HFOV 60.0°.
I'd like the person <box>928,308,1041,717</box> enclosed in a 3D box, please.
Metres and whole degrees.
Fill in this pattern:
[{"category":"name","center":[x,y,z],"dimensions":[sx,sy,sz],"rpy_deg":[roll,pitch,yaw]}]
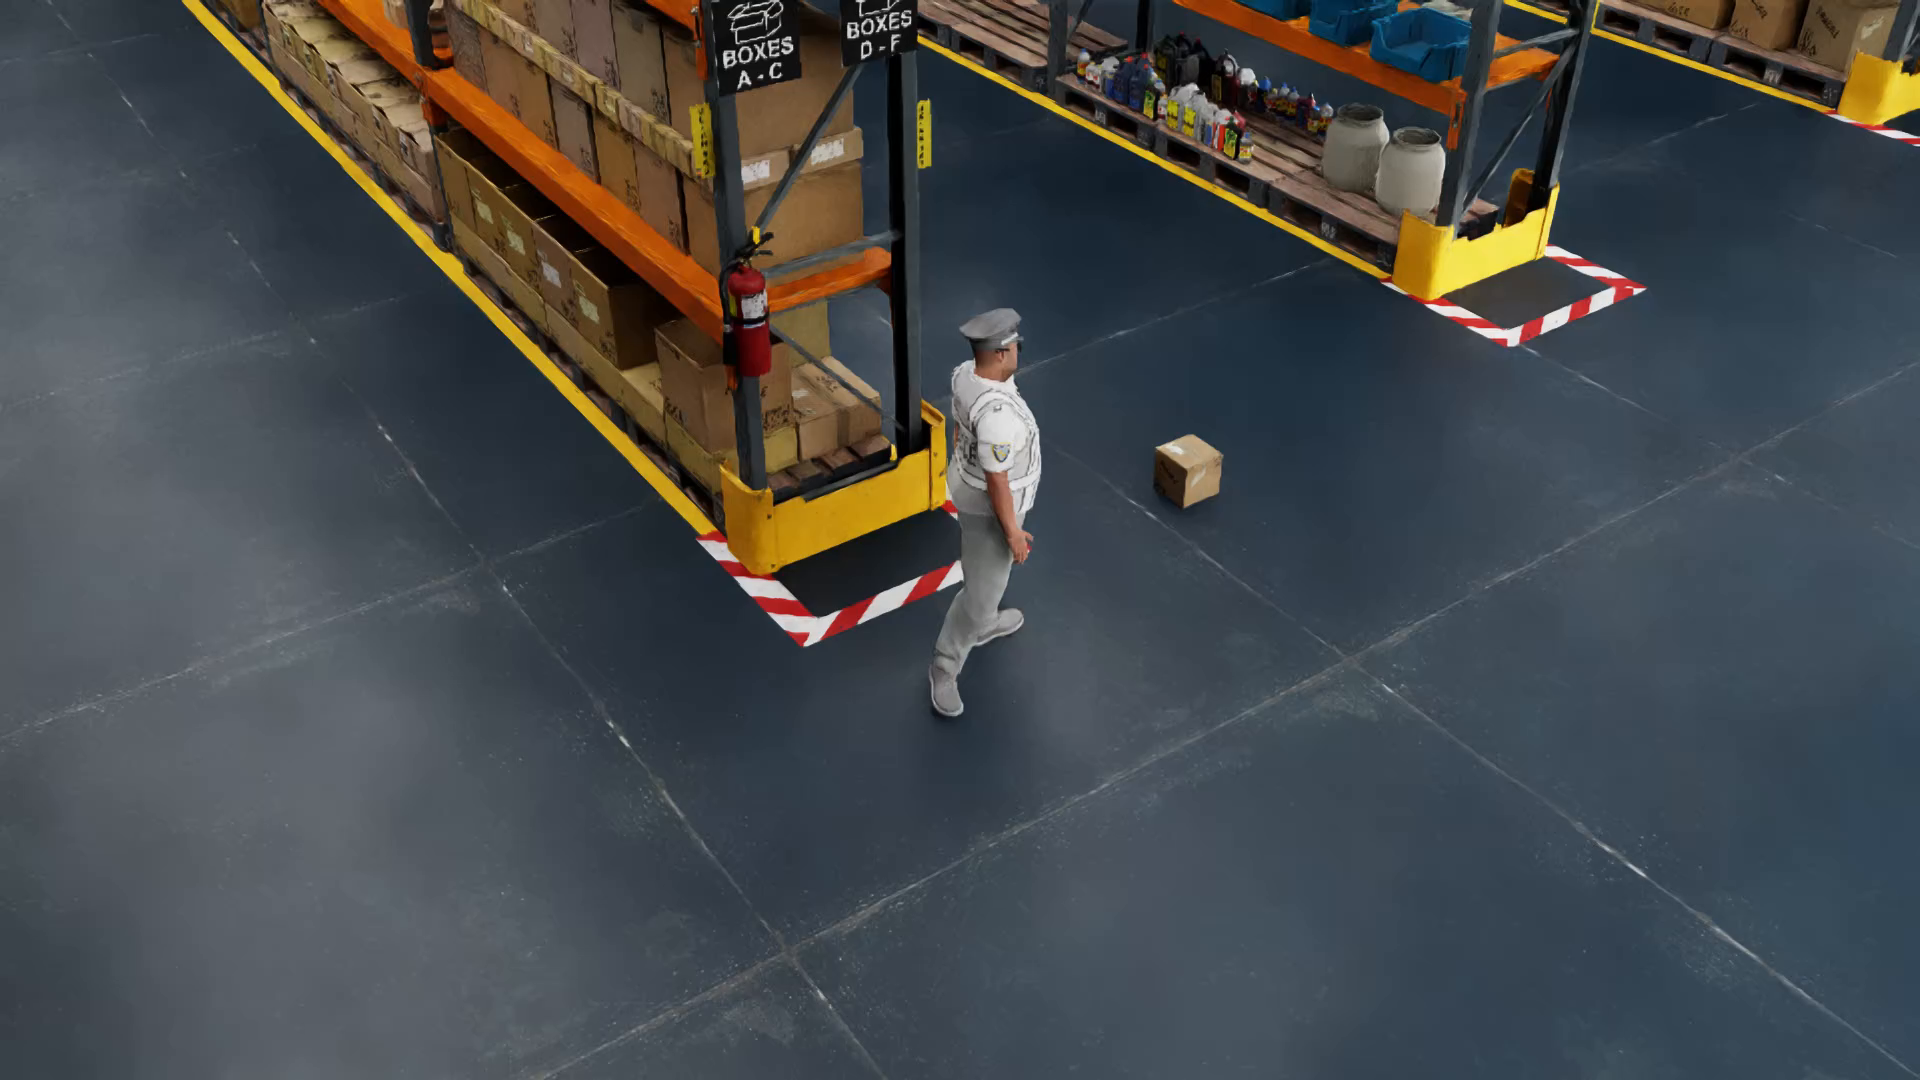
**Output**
[{"category":"person","center":[0.103,-0.115,7.156],"dimensions":[0.518,1.746,0.728],"rpy_deg":[-4,36,-5]}]
